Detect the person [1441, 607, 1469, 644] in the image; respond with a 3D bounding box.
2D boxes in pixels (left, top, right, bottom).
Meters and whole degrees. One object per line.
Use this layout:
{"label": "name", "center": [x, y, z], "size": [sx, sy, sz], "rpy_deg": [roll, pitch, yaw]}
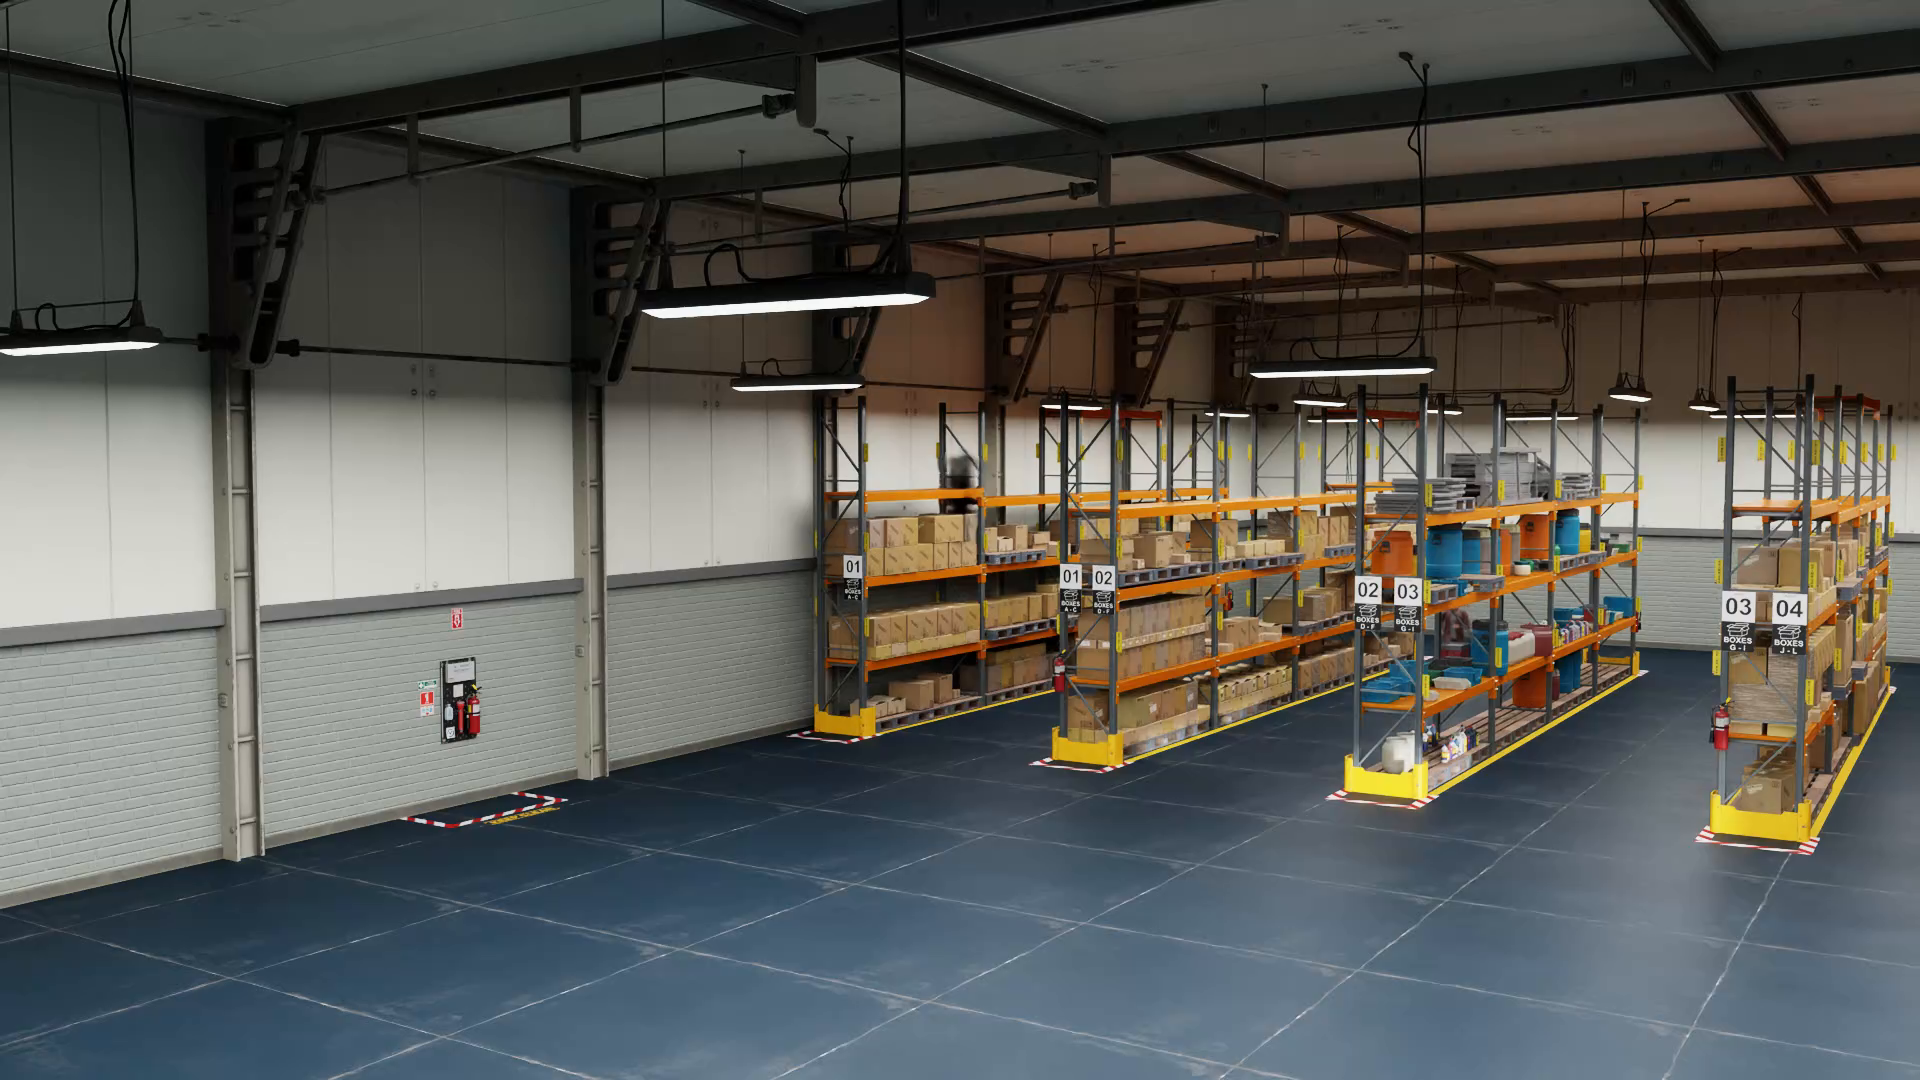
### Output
{"label": "person", "center": [10.940, 2.185, 36.861], "size": [0.665, 1.792, 0.748], "rpy_deg": [1, 3, 19]}
